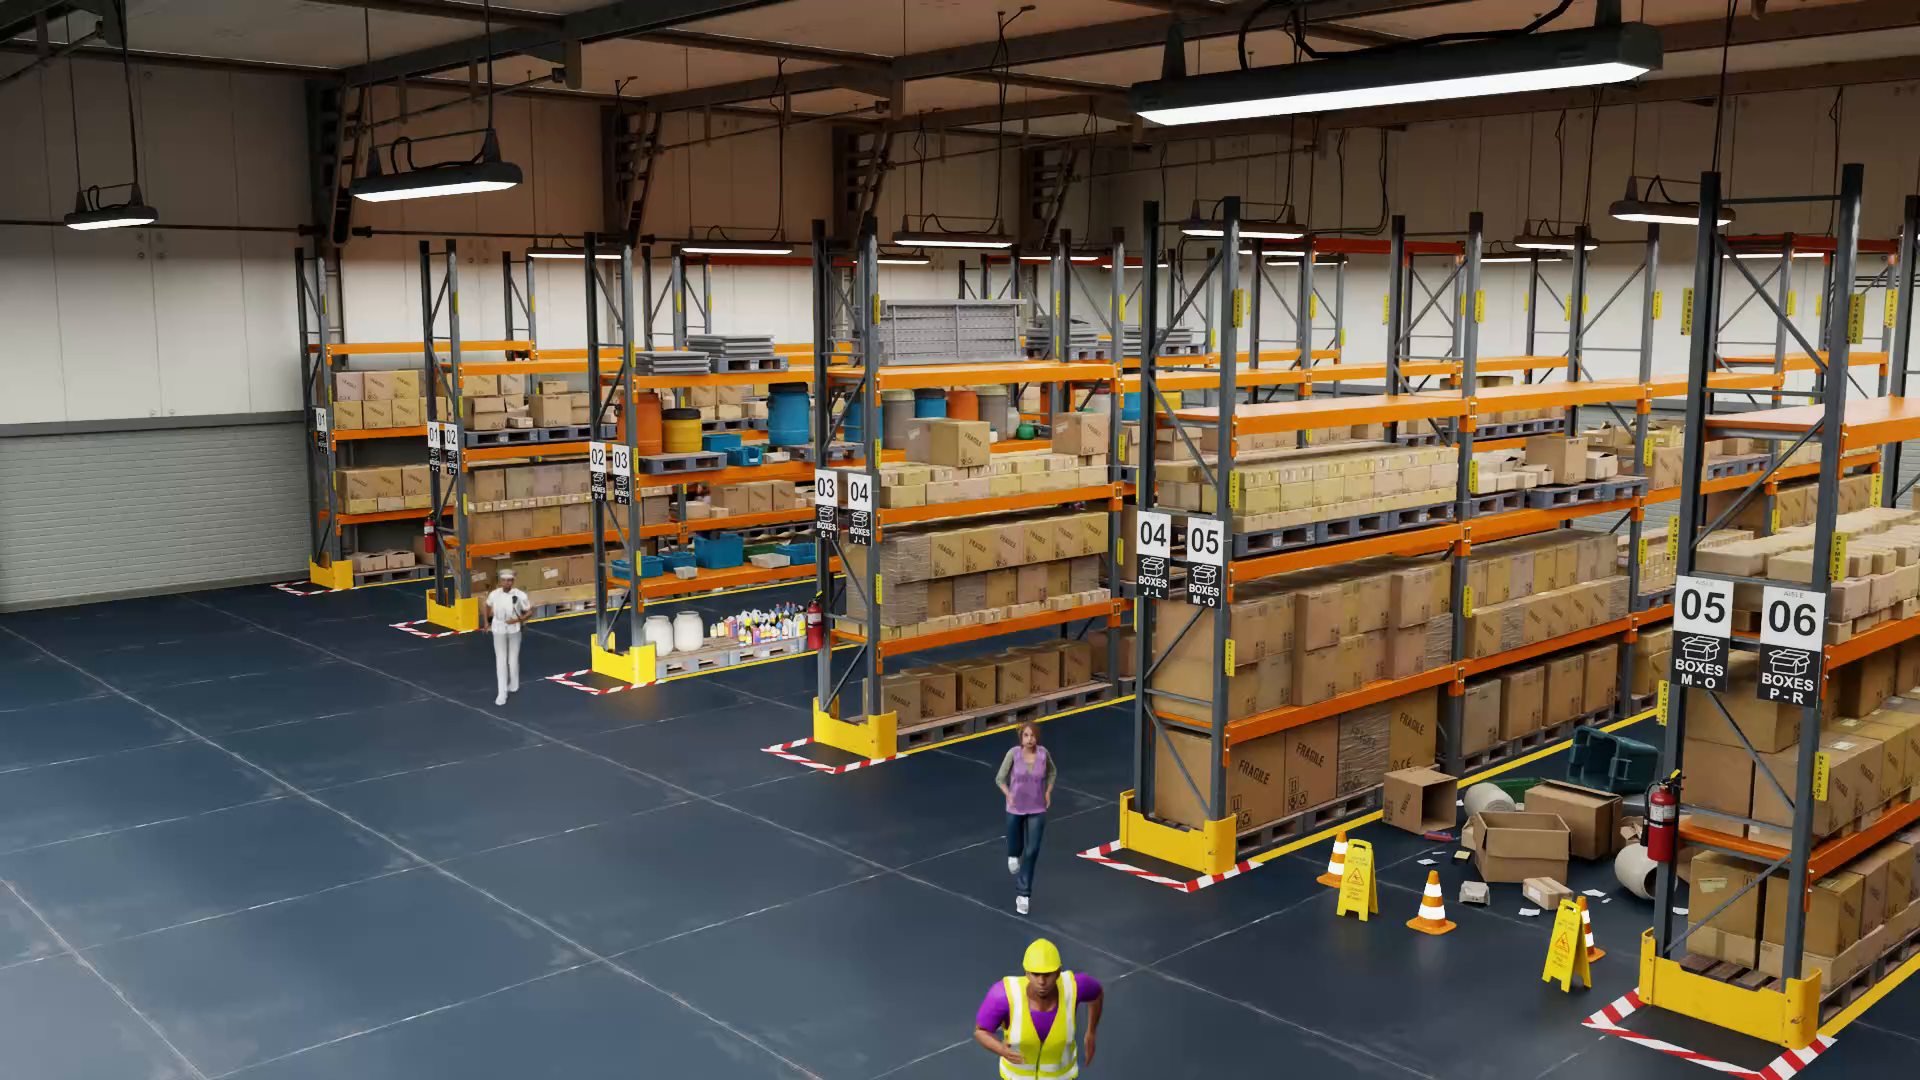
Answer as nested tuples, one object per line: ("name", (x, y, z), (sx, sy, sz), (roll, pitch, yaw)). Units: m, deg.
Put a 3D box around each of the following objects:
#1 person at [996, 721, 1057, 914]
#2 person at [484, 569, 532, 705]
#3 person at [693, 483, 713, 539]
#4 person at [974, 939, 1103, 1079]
("person", (0.573, 2.318, 14.259), (0.542, 1.587, 0.814), (0, 8, -3))
("person", (-5.802, 1.193, 21.367), (0.600, 1.689, 0.882), (-2, 9, -12))
("person", (-4.825, -0.236, 31.246), (0.604, 1.669, 0.893), (8, 11, 42))
("person", (0.437, 2.983, 9.221), (0.694, 1.774, 1.006), (1, 8, 7))
